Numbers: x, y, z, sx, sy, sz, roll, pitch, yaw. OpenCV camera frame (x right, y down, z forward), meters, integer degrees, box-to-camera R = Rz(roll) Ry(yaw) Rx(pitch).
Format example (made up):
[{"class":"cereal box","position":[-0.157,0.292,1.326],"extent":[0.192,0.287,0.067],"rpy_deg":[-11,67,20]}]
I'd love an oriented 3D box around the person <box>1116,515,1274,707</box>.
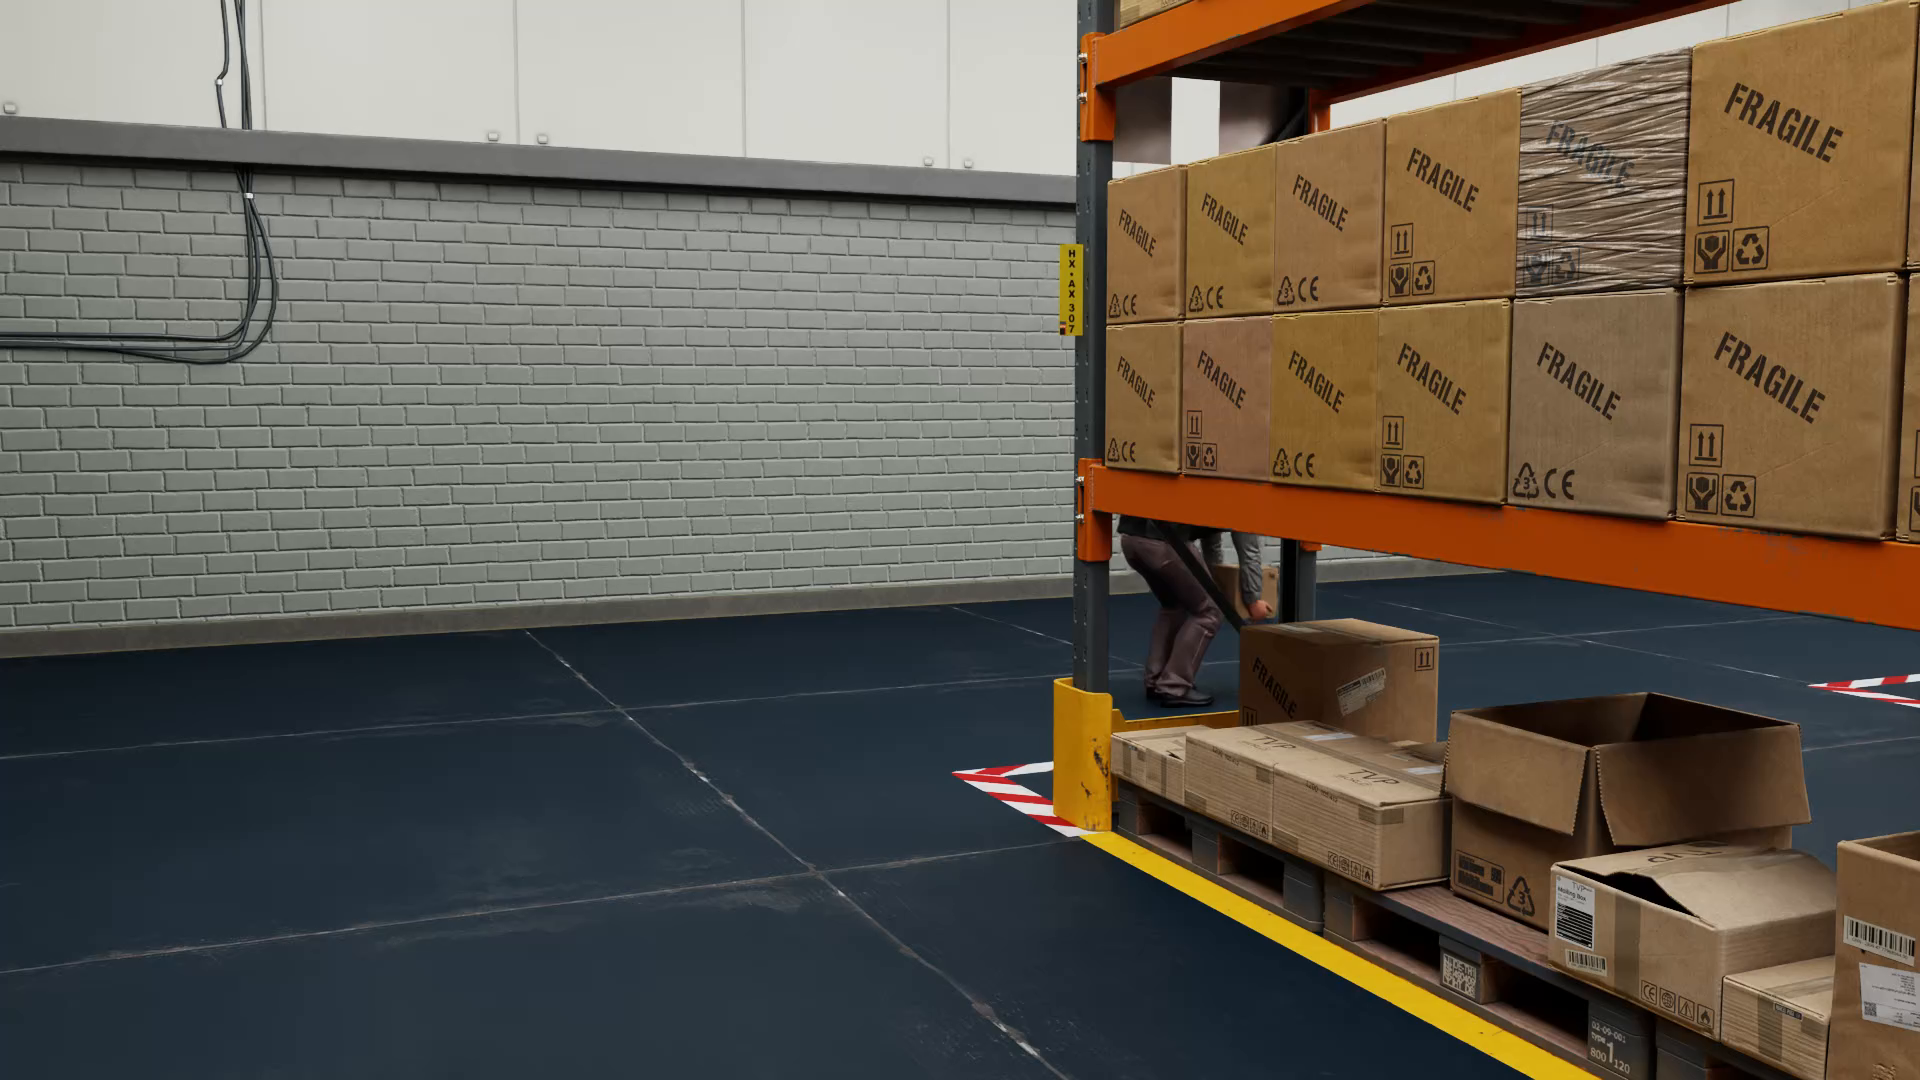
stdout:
[{"class":"person","position":[1.245,0.202,8.449],"extent":[0.925,1.215,0.478],"rpy_deg":[-3,6,-26]}]
